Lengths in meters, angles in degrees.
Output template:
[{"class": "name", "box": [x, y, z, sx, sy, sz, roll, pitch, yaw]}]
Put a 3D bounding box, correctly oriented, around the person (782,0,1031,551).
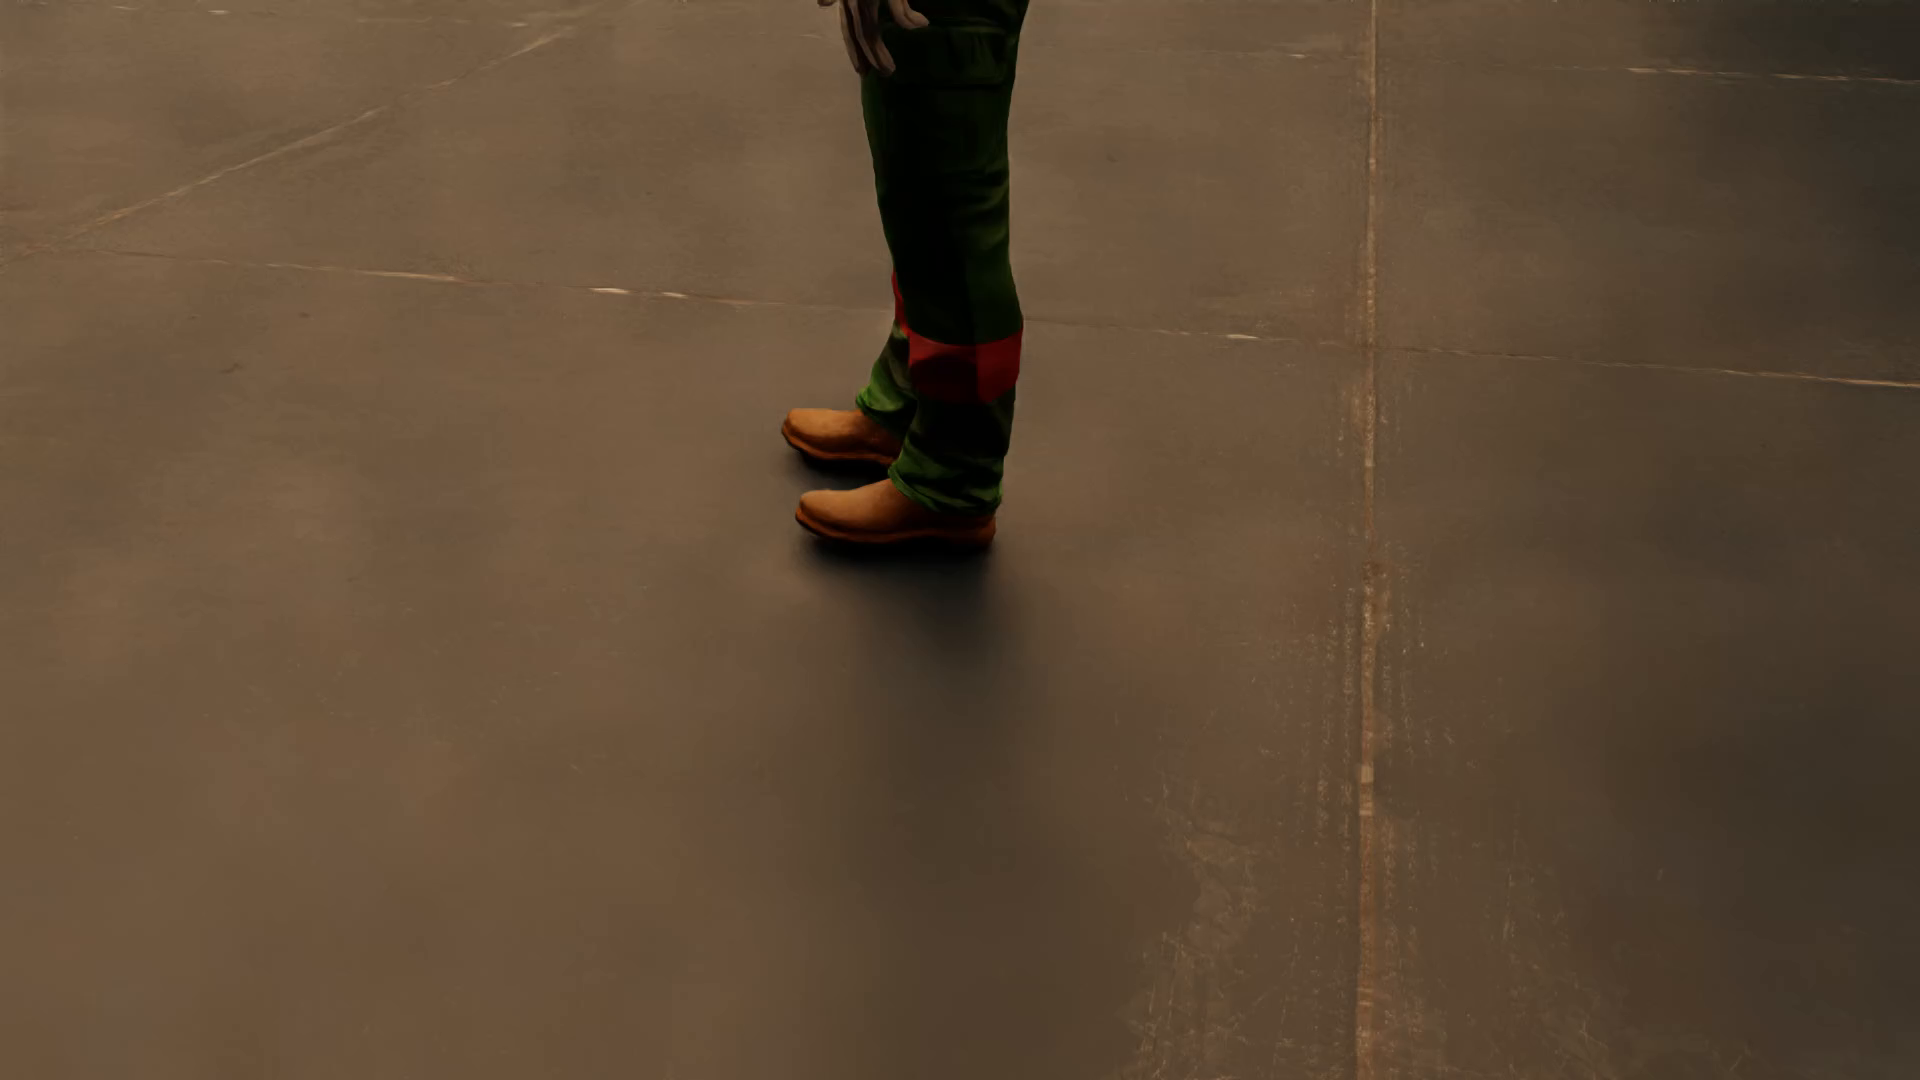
[{"class": "person", "box": [-0.076, -0.818, 2.119, 0.563, 1.787, 0.637, 6, 27, 11]}]
